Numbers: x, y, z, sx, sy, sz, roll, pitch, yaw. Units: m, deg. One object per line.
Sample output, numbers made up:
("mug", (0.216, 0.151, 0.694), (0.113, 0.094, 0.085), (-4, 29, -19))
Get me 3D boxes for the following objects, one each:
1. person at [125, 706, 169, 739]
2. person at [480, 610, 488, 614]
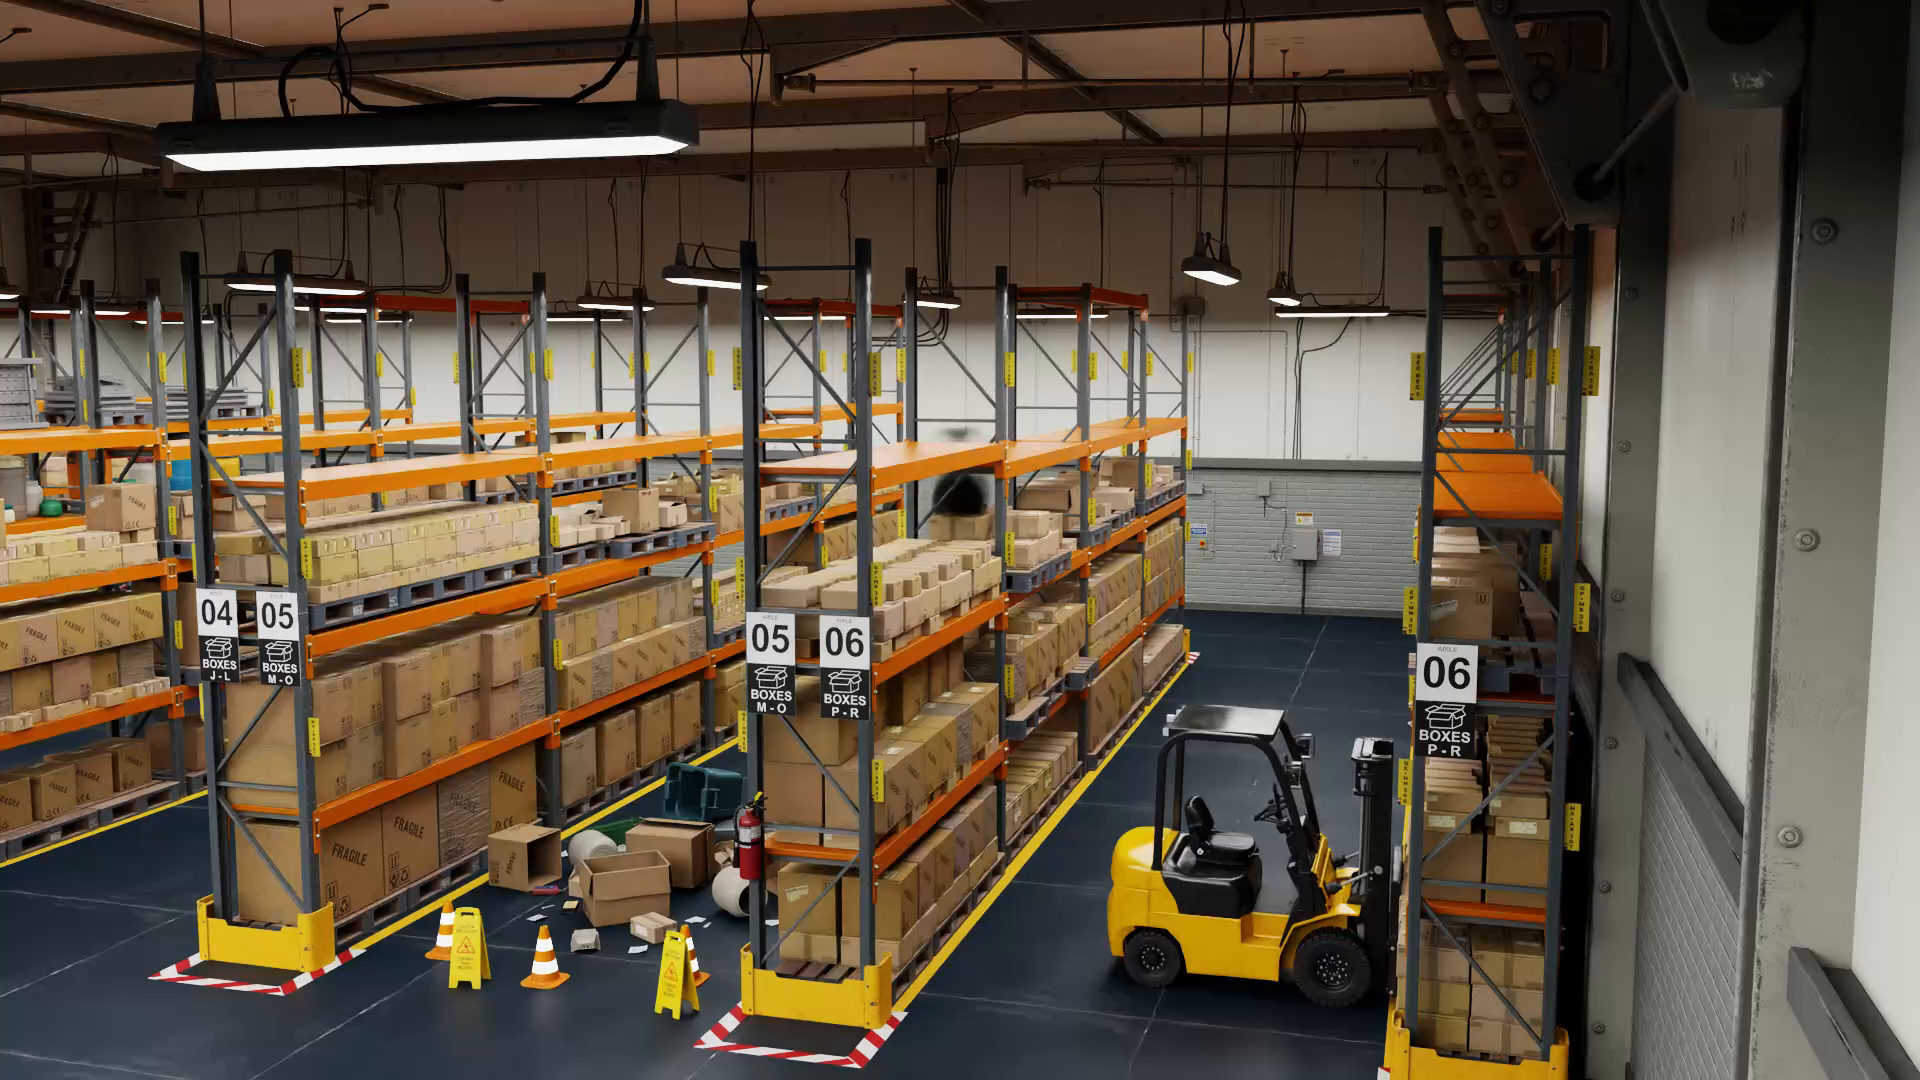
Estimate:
("person", (-10.487, 1.951, 21.361), (0.707, 1.677, 0.880), (0, 6, -3))
("person", (-6.609, 1.733, 23.141), (0.668, 1.715, 0.702), (0, 6, 1))
